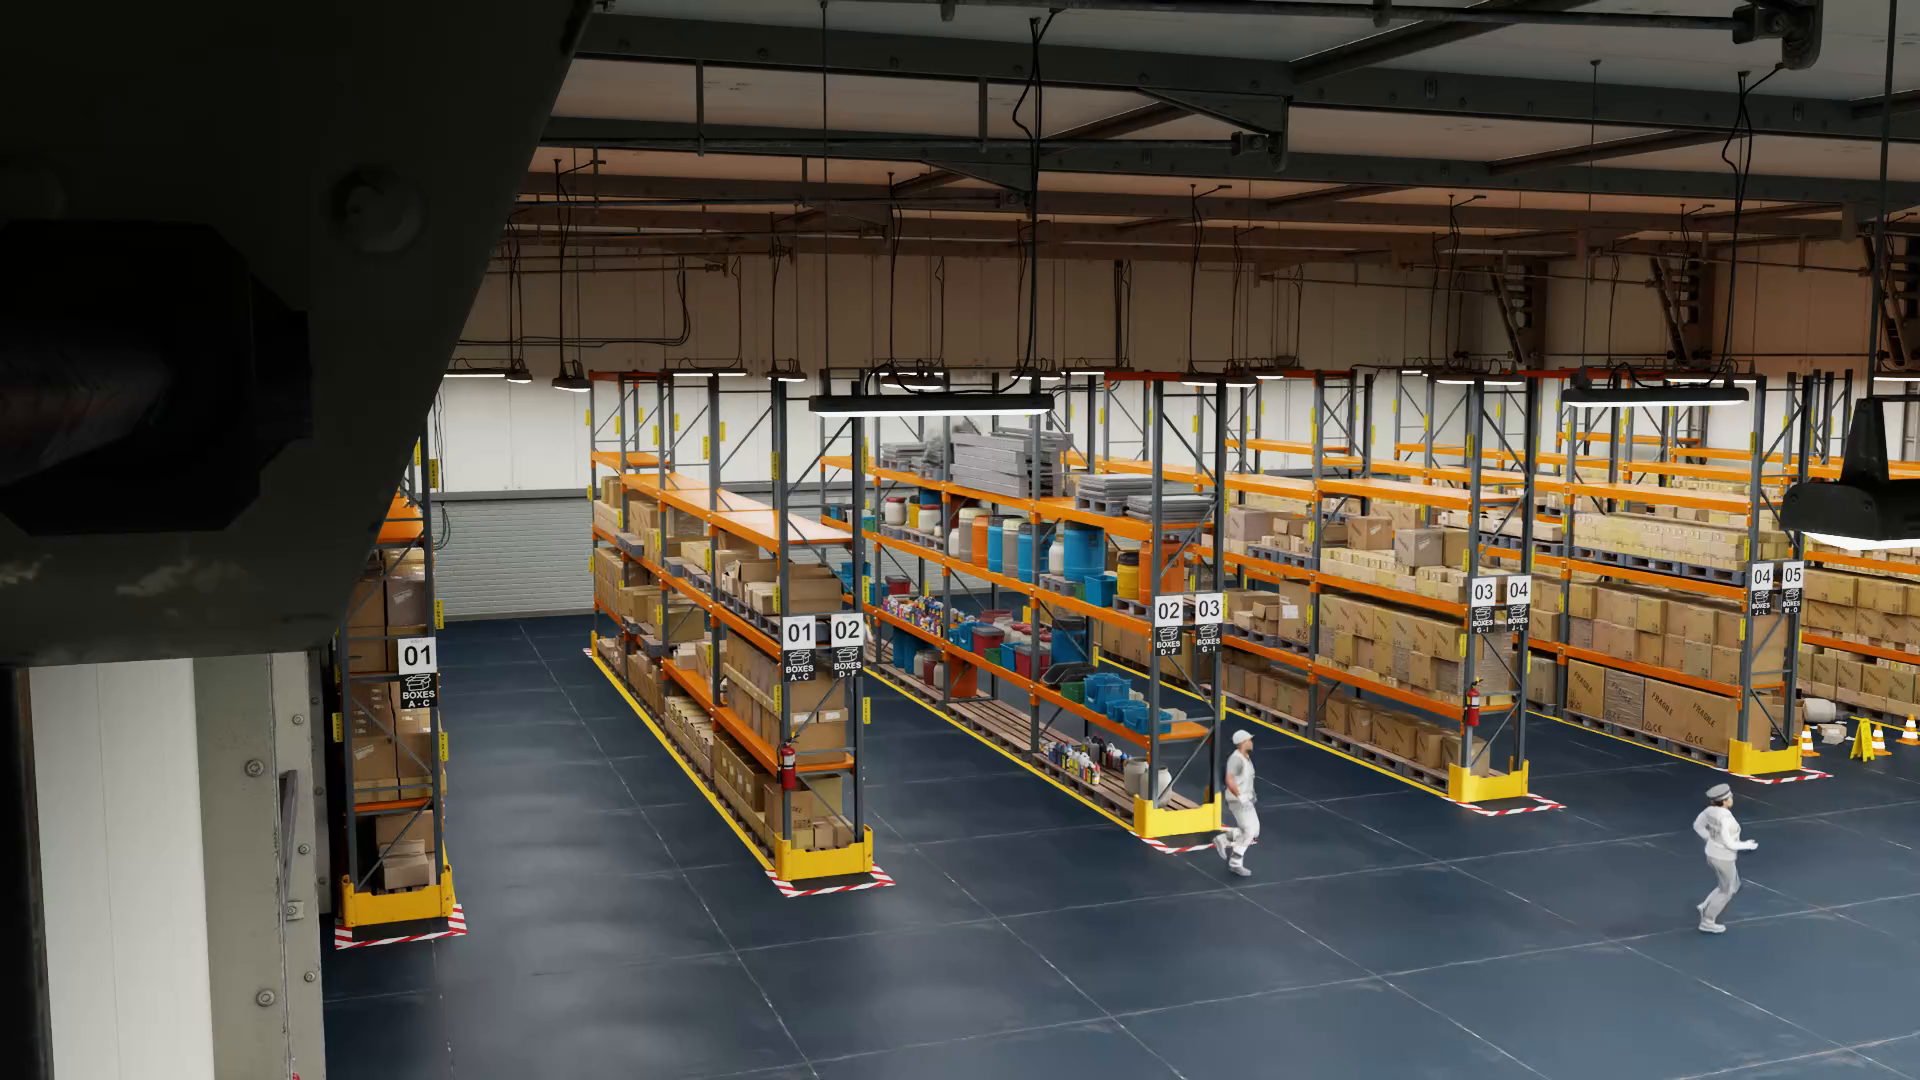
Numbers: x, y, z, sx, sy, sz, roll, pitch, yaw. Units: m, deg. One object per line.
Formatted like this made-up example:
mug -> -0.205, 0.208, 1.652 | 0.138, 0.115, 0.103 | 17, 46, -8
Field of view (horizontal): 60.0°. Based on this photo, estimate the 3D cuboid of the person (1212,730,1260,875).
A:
person -> 3.415, 3.204, 20.499 | 0.574, 1.731, 0.702 | 3, 7, 23

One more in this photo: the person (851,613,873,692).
person -> -1.774, 2.005, 28.907 | 0.534, 1.616, 0.826 | -3, 7, -25

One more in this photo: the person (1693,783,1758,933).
person -> 8.388, 3.471, 18.195 | 0.554, 1.655, 0.602 | 0, 6, 3
